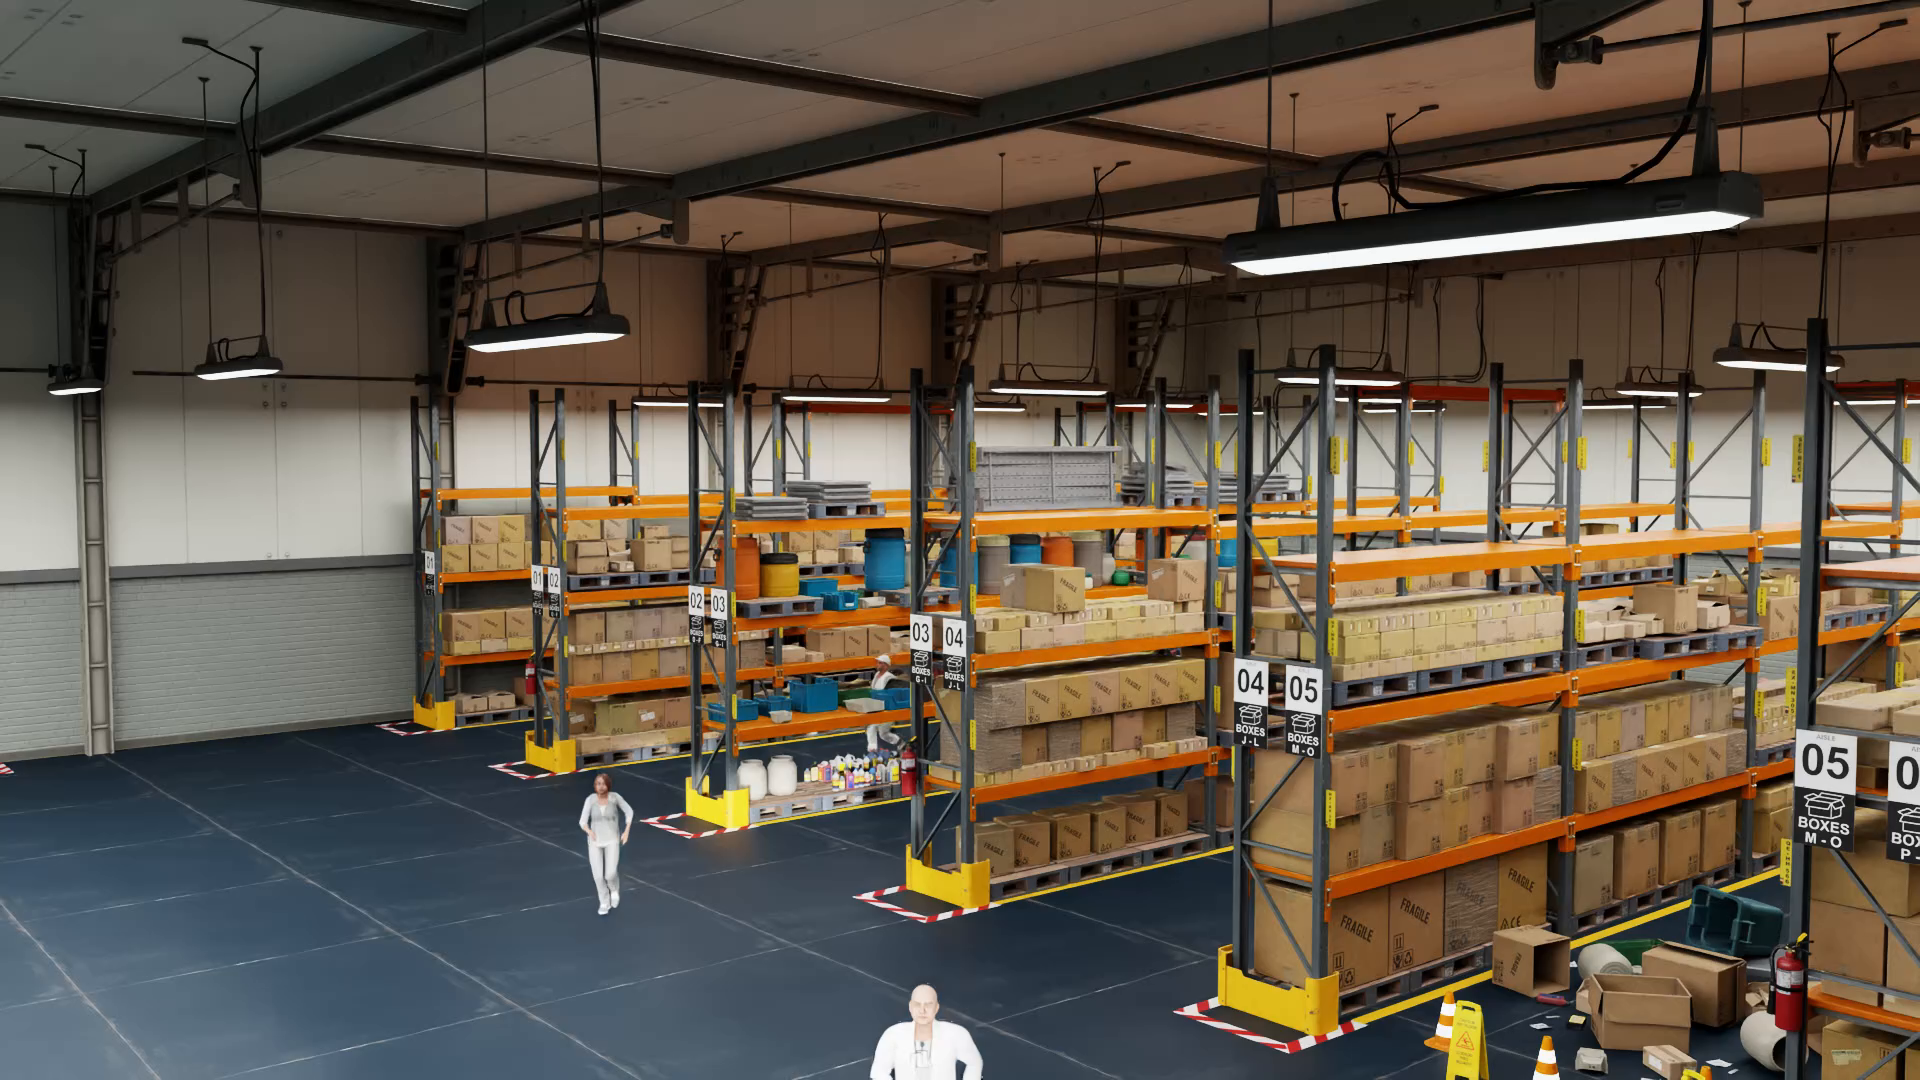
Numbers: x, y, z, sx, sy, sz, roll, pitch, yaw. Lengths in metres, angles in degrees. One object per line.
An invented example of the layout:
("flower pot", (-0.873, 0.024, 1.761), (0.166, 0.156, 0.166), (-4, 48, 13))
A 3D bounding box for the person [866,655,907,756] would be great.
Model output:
("person", (-1.242, 2.707, 26.484), (0.906, 1.766, 0.655), (-3, 4, -40))

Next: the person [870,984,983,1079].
("person", (-0.224, 3.681, 10.494), (0.707, 1.736, 0.633), (0, 3, 5))

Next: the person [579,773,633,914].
("person", (-3.851, 3.311, 18.072), (0.566, 1.559, 0.545), (0, 3, -6))

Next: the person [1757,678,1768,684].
("person", (11.959, 2.869, 24.649), (0.648, 1.706, 0.932), (3, 5, 43))
